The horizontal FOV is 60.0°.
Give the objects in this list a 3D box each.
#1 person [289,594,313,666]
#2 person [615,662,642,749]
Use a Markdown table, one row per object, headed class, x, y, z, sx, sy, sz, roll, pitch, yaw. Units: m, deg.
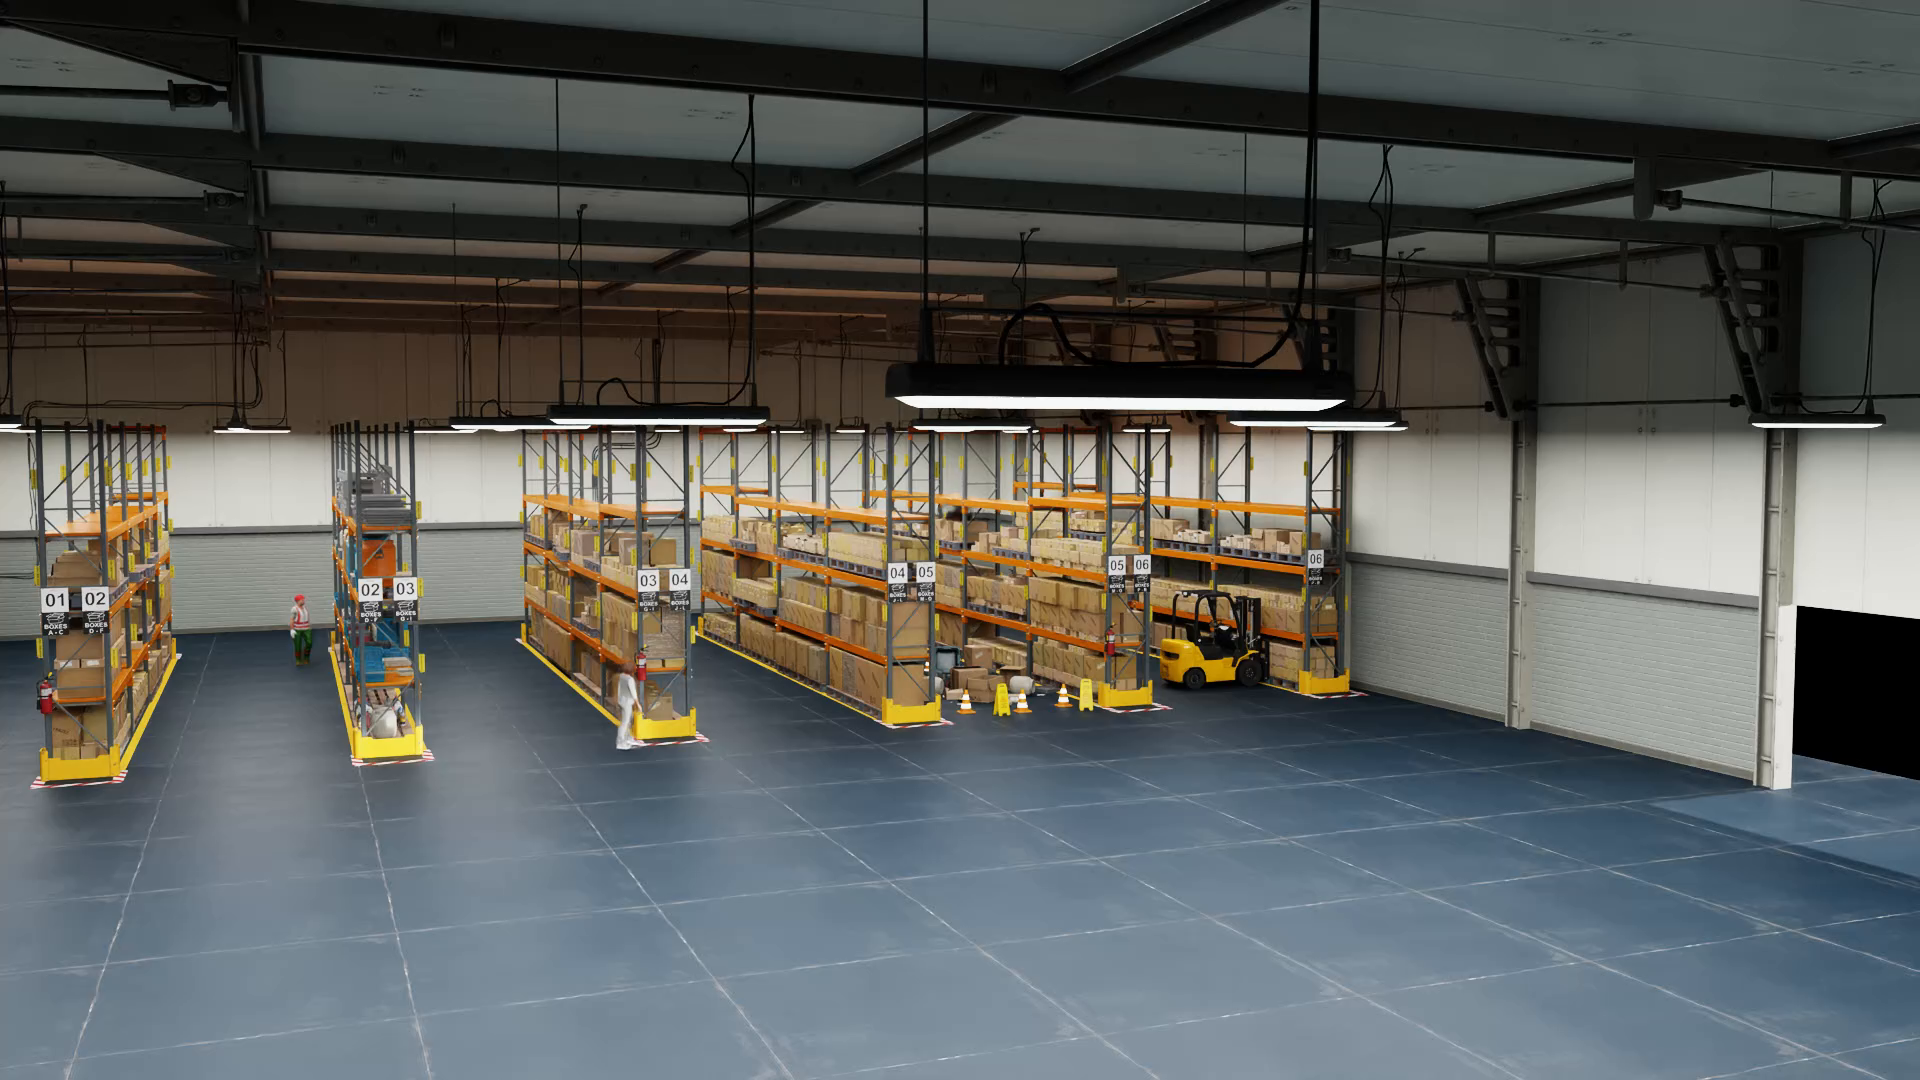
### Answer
| class | x | y | z | sx | sy | sz | roll | pitch | yaw |
| --- | --- | --- | --- | --- | --- | --- | --- | --- | --- |
| person | -16.449 | 2.277 | 41.460 | 0.577 | 1.846 | 0.486 | -3 | 5 | -41 |
| person | -6.109 | 3.029 | 30.523 | 0.540 | 1.588 | 0.585 | -2 | 4 | -29 |
